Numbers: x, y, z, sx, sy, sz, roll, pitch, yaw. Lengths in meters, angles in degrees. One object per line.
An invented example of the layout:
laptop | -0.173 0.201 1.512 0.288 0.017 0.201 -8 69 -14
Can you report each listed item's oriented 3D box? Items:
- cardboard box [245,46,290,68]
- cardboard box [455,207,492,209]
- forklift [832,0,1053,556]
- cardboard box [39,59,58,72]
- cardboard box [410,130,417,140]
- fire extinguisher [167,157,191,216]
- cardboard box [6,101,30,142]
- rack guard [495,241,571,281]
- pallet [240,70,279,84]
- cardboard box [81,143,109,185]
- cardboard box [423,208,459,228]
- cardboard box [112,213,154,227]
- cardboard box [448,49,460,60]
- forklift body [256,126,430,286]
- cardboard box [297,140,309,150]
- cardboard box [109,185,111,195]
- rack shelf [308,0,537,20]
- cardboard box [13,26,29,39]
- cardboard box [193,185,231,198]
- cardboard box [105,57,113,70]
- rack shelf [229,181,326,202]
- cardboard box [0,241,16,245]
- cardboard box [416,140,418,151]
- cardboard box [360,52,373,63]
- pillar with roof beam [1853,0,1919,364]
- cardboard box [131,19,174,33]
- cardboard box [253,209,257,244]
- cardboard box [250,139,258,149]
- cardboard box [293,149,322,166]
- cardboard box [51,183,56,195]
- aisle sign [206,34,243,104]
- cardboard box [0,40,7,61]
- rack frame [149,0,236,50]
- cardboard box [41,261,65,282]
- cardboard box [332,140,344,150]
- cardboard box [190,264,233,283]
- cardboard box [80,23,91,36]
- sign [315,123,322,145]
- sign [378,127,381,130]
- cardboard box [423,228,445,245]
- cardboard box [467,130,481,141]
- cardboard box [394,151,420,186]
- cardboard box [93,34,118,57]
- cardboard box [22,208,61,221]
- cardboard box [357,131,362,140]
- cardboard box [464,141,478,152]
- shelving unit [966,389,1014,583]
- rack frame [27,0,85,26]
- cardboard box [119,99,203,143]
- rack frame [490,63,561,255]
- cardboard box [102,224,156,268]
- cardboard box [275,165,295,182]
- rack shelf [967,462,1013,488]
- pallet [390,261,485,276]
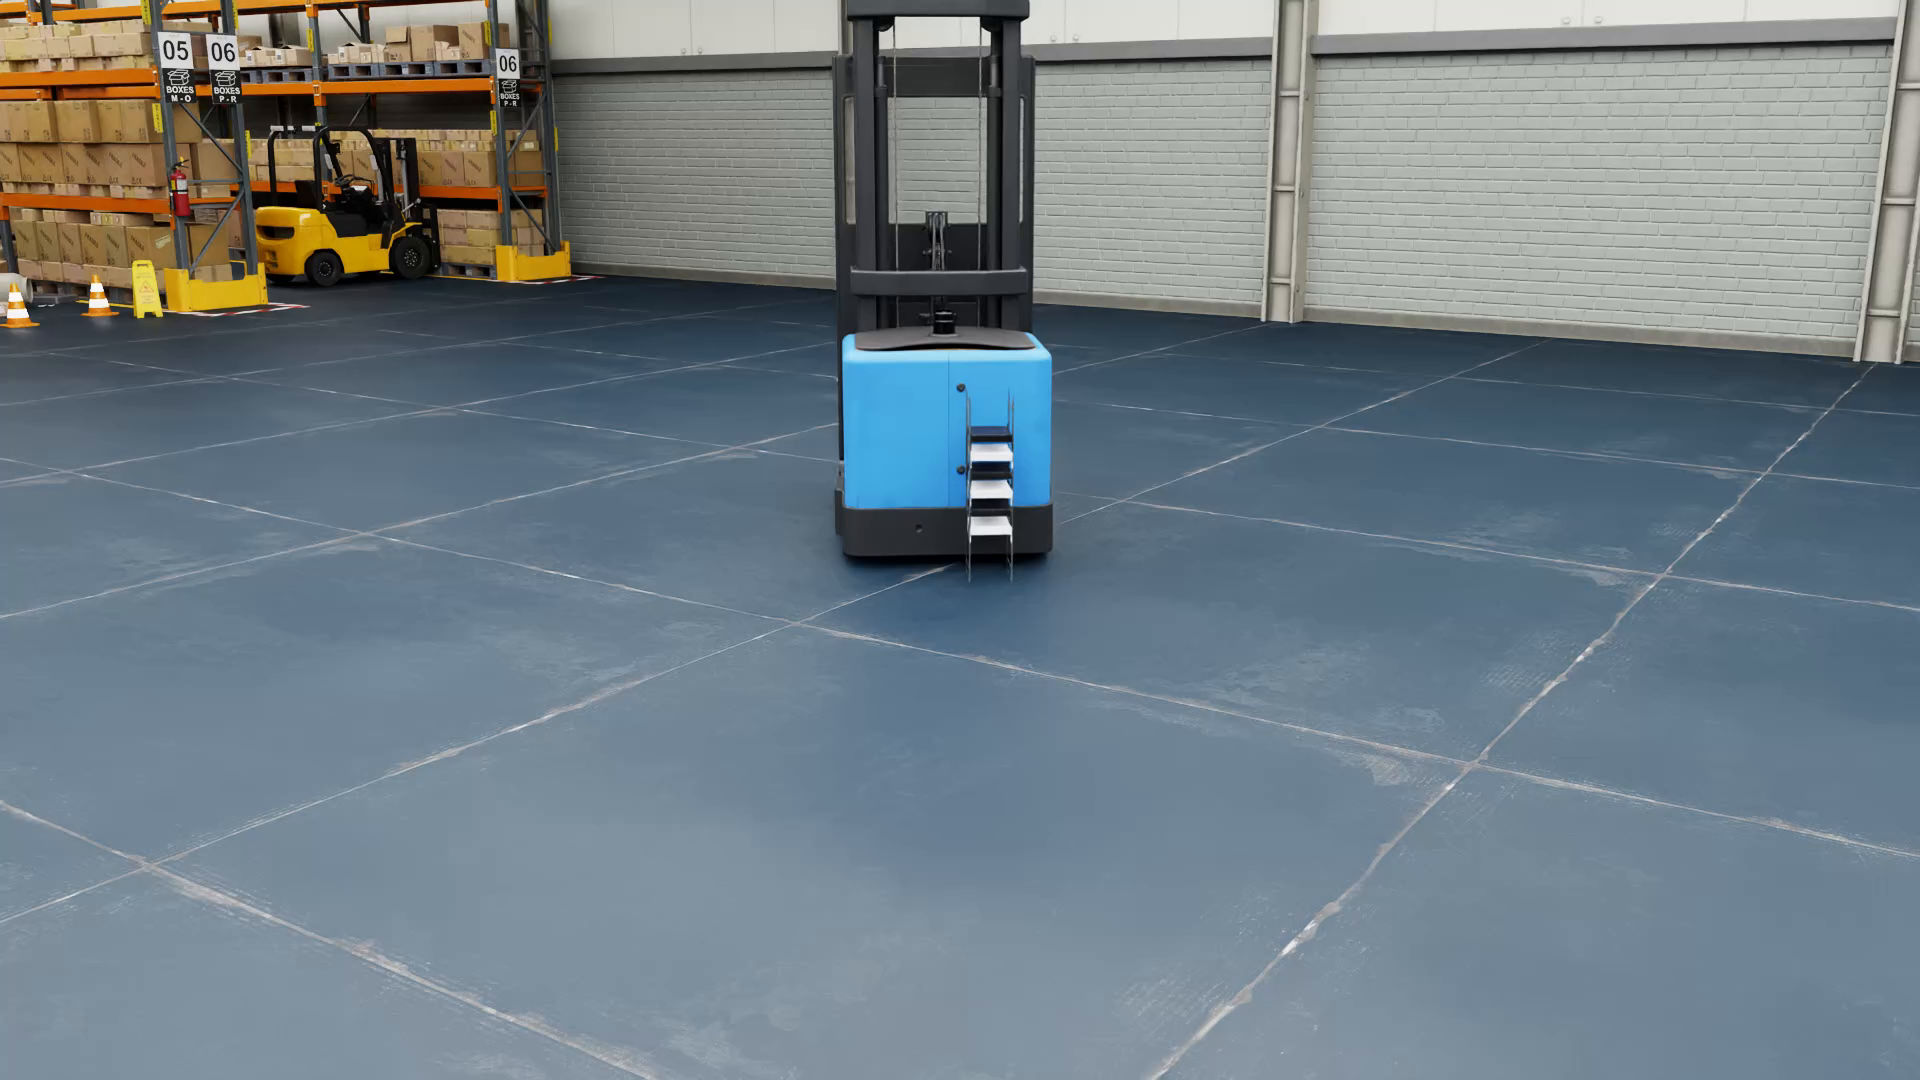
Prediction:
cardboard box | -10.916 -7.636 26.290 0.500 0.311 0.500 9 16 31
cardboard box | -7.342 -4.875 25.043 0.500 0.250 0.500 9 17 32
forklift | -0.158 -1.642 9.356 1.130 2.935 3.031 -1 14 -4
cardboard box | -11.167 -5.883 20.625 0.250 0.149 0.380 9 16 32
cardboard box | -7.915 -6.002 24.648 0.250 0.149 0.380 9 17 34
fire extinguisher | -9.153 -4.148 19.499 0.183 0.674 0.296 9 17 33
cardboard box | -11.654 -5.333 21.215 0.500 0.500 0.700 9 17 33
rack guard | -6.204 -4.067 24.211 0.348 0.500 1.175 9 17 33
pallet | -11.319 -7.498 27.021 1.213 0.211 1.003 10 17 35
cardboard box | -10.421 -4.640 20.496 0.500 0.500 0.500 9 17 33
cardboard box | -7.631 -4.770 24.619 0.500 0.250 0.500 9 17 34
cardboard box | -10.143 -3.932 20.404 0.250 0.149 0.380 10 17 34
cardboard box | -7.081 -6.920 23.735 0.250 0.149 0.380 9 16 31
forklift body | -8.815 -4.762 23.583 1.214 2.155 2.313 9 17 33
cardboard box | -10.174 -6.216 26.132 0.250 0.149 0.380 9 16 32
cardboard box | -10.258 -4.320 20.555 0.250 0.149 0.380 9 17 34
rack shelf | -7.883 -7.920 24.421 4.000 0.370 1.077 9 17 33
cardboard box | -11.581 -6.337 20.799 0.250 0.149 0.380 9 17 32
cardboard box | -9.157 -4.258 20.304 0.250 0.149 0.380 9 17 33
cardboard box | -10.042 -5.736 20.032 0.250 0.149 0.380 9 17 33
rack shelf | -11.202 -5.739 27.260 4.000 0.370 1.077 9 17 33
cardboard box | -13.345 -3.923 23.024 0.625 0.372 0.950 10 17 36
cardboard box | -7.903 -5.856 24.679 0.250 0.149 0.380 9 17 32
cardboard box | -8.702 -7.182 24.794 0.250 0.149 0.380 10 17 34
pillar with roof beam | 6.235 -5.196 11.087 0.400 9.000 9.100 9 17 33
cardboard box | -9.436 -6.001 19.443 0.250 0.149 0.380 9 17 33
cardboard box | -11.247 -5.145 27.431 0.625 0.625 0.875 8 16 31
cardboard box | -11.290 -6.370 26.756 0.250 0.149 0.380 9 16 31
cardboard box | -10.093 -6.004 26.108 0.500 0.250 0.500 9 16 32
cardboard box | -11.327 -4.479 21.196 0.250 0.149 0.380 9 17 33
aisle sign | -8.766 -5.608 19.827 0.004 0.787 0.394 9 17 33
cardboard box | -12.098 -6.244 21.253 0.500 0.250 0.500 9 16 32
rack frame | -8.991 -7.205 19.202 0.127 3.000 1.000 9 17 33
cardboard box | -11.522 -3.496 21.553 0.500 0.250 0.500 10 17 36
cardboard box | -9.425 -6.088 25.616 0.250 0.149 0.380 9 16 32
cardboard box | -9.506 -3.326 20.863 0.500 0.250 0.500 9 17 32
cardboard box | -10.434 -6.192 20.217 0.250 0.149 0.380 9 16 31
sign | -9.837 -6.234 25.518 0.005 0.325 0.100 9 17 33
sign | -9.234 -6.389 26.425 0.005 0.325 0.100 9 17 33
cardboard box | -7.652 -4.532 24.698 0.500 0.250 0.500 9 16 32
cardboard box | -6.860 -5.824 23.931 0.250 0.149 0.380 9 17 33
cardboard box | -8.053 -5.551 24.796 0.500 0.500 0.500 9 17 33
cardboard box | -9.975 -5.906 19.890 0.500 0.250 0.500 9 16 32
cardboard box | -11.901 -4.216 21.549 0.250 0.149 0.380 9 17 34
cardboard box | -8.960 -6.176 25.353 0.250 0.149 0.380 9 16 32
cardboard box | -6.896 -5.666 23.910 0.250 0.149 0.380 9 17 34
shelving unit | 0.141 -0.261 8.001 0.210 0.900 0.258 -1 14 -4
rack frame | -16.181 -9.805 29.703 0.127 3.000 1.000 9 17 33
cardboard box | -9.537 -4.996 19.856 0.500 0.500 0.700 9 16 31
rack frame | -6.224 -5.283 23.923 0.127 3.000 1.000 9 17 33
cardboard box | -10.236 -3.651 20.617 0.500 0.500 0.500 10 17 35
cardboard box | -10.527 -5.829 26.439 0.500 0.250 0.500 9 17 32
rack shelf | 0.141 -0.316 7.987 0.200 0.077 0.258 -1 14 -4
pallet | -7.890 -4.188 25.301 1.213 0.211 1.003 9 17 33
